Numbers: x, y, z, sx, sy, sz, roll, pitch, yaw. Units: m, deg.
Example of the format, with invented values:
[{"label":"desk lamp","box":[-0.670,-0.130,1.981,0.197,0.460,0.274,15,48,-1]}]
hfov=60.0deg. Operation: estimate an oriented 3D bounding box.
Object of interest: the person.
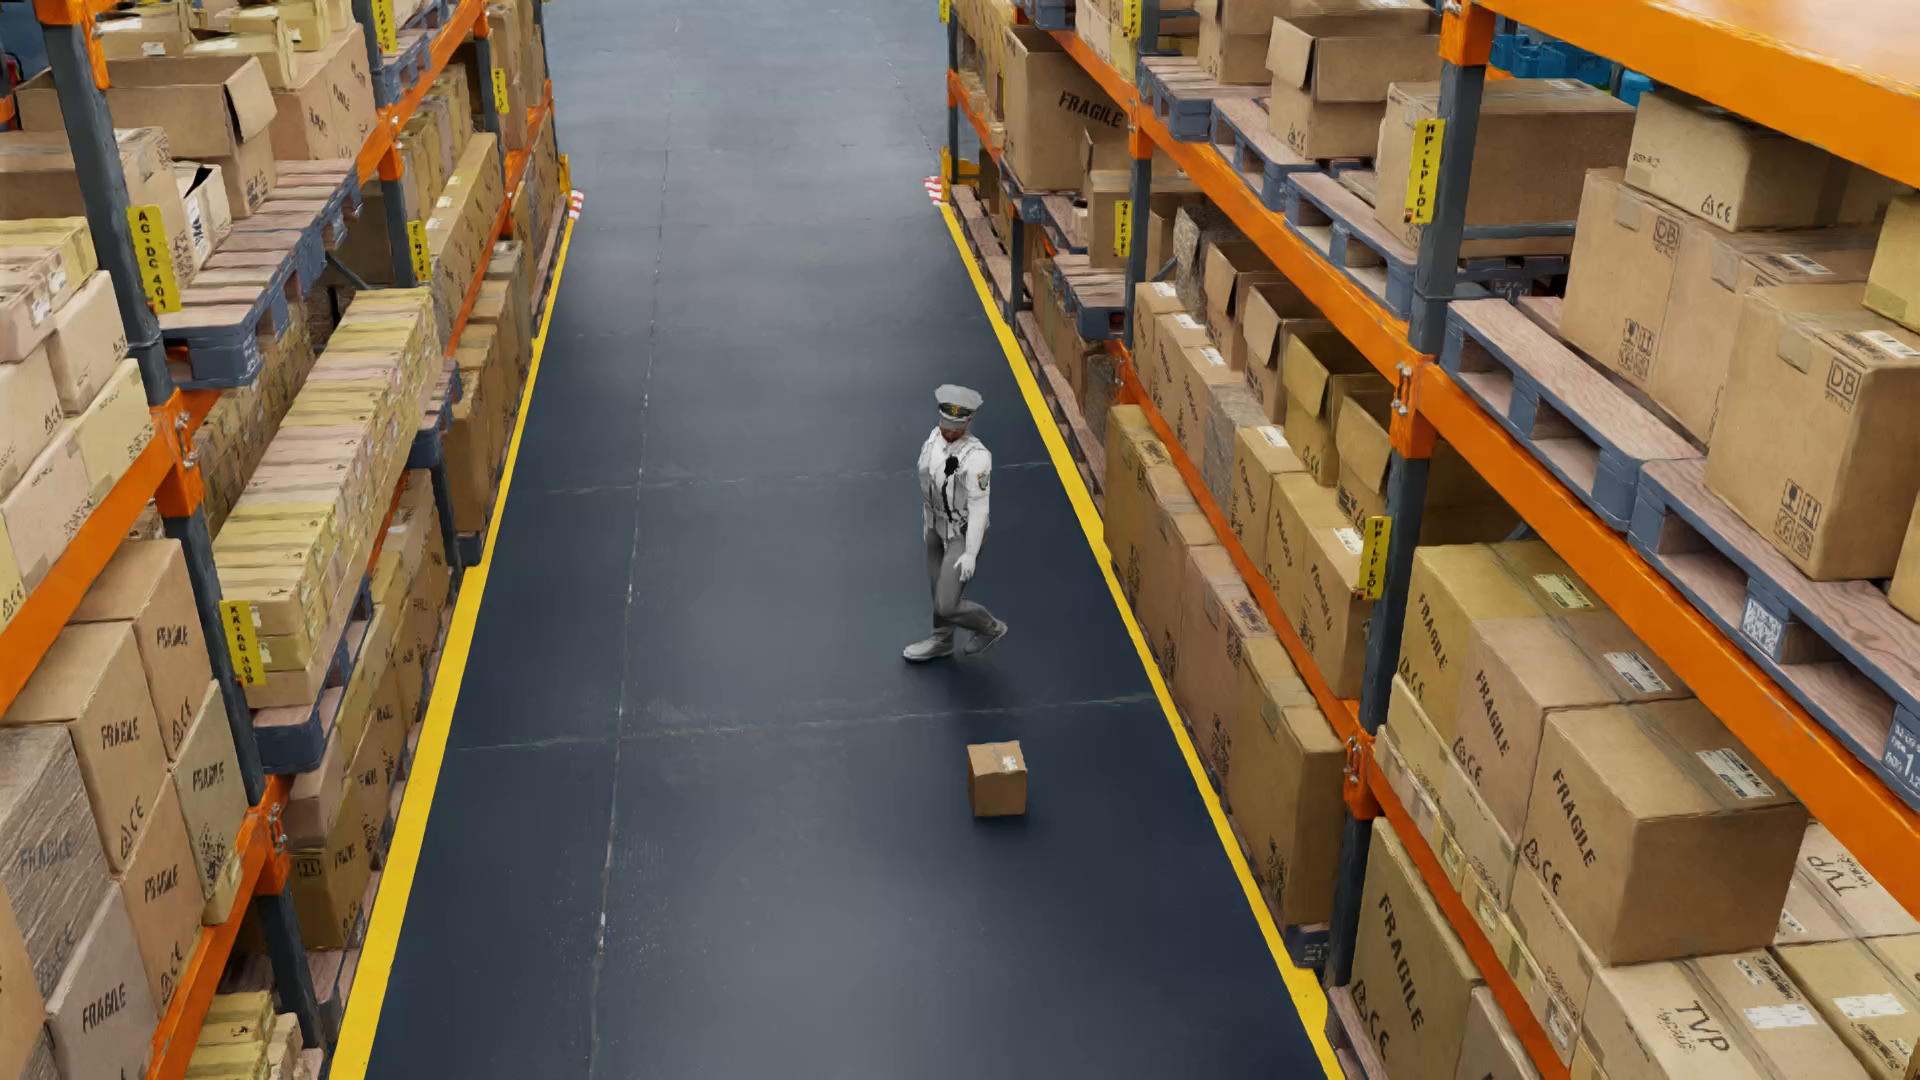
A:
[{"label":"person","box":[-0.007,-0.042,8.676,0.438,1.649,0.552,-16,31,-28]}]
